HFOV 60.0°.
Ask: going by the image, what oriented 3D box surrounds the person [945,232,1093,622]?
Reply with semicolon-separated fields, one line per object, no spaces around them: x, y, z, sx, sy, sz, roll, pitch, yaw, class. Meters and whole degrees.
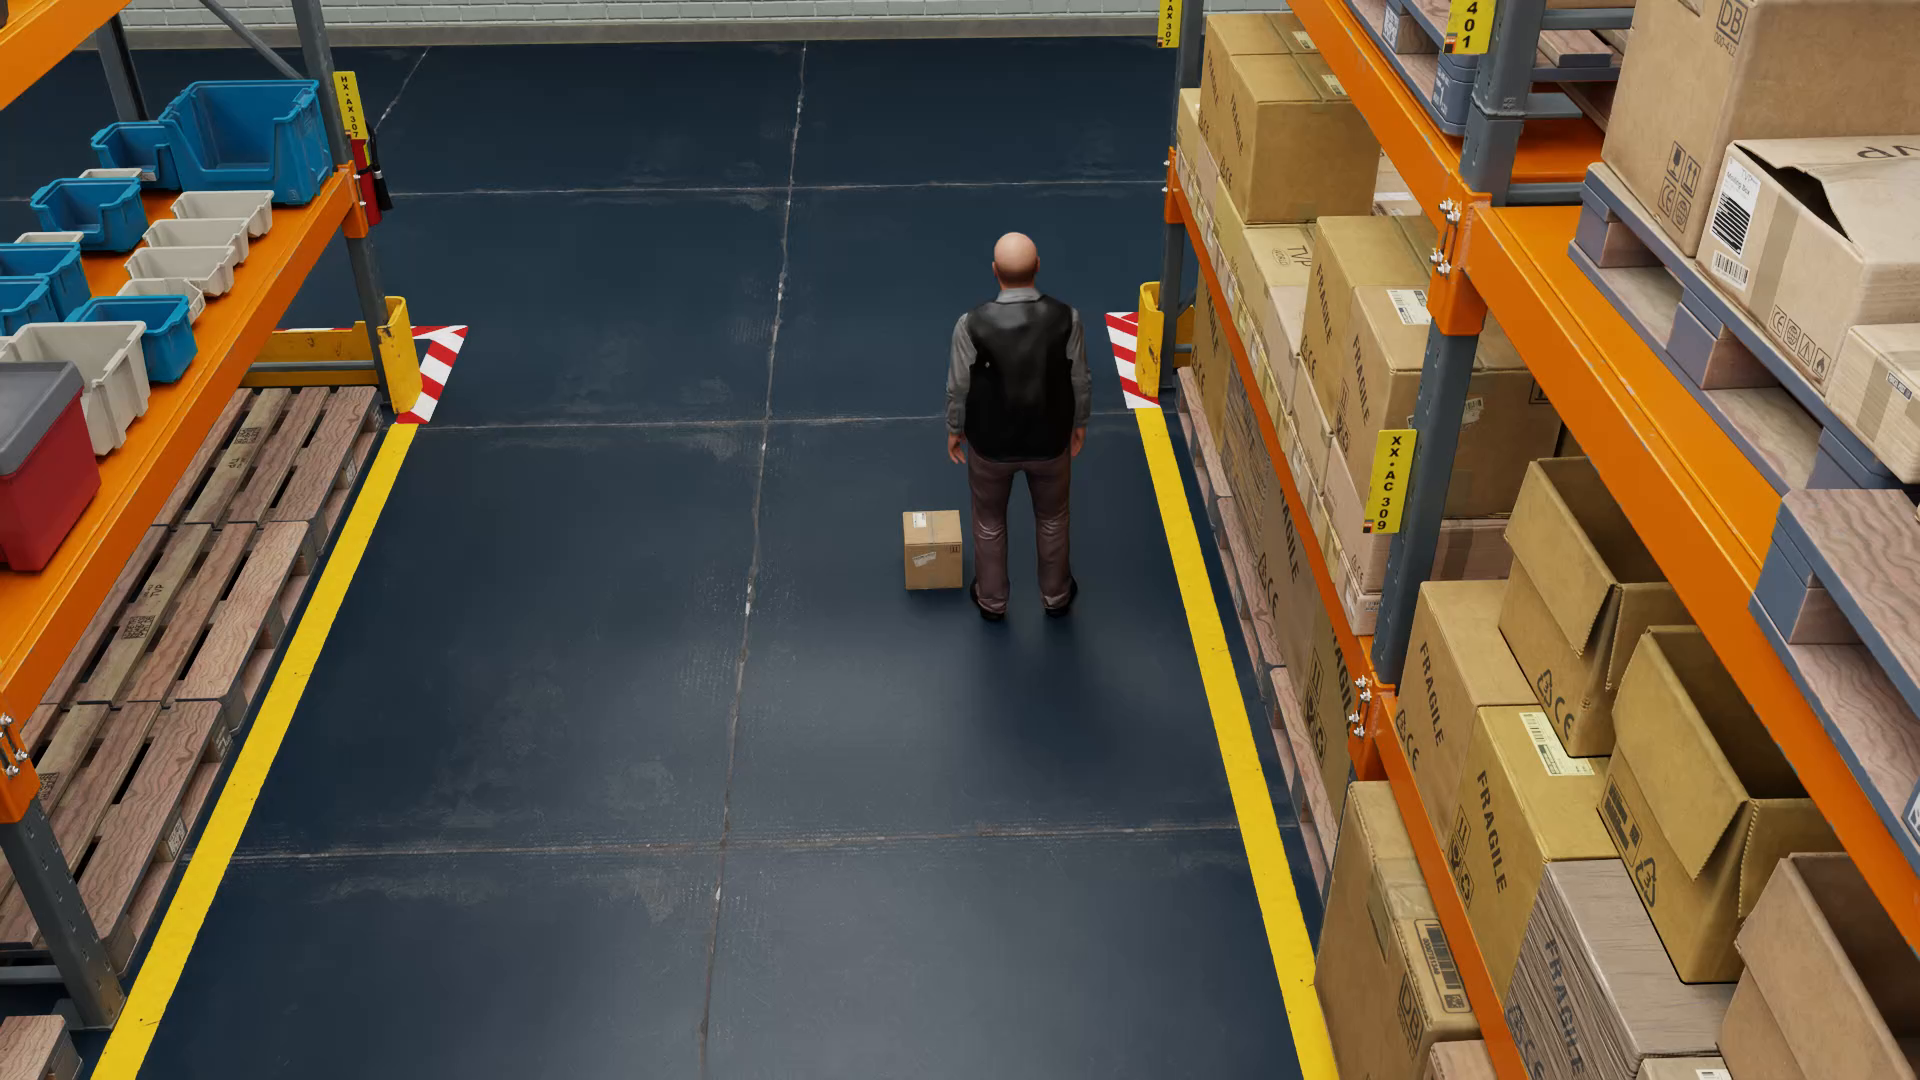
0.236;-0.409;6.749;0.589;1.721;0.410;-2;35;-4;person
